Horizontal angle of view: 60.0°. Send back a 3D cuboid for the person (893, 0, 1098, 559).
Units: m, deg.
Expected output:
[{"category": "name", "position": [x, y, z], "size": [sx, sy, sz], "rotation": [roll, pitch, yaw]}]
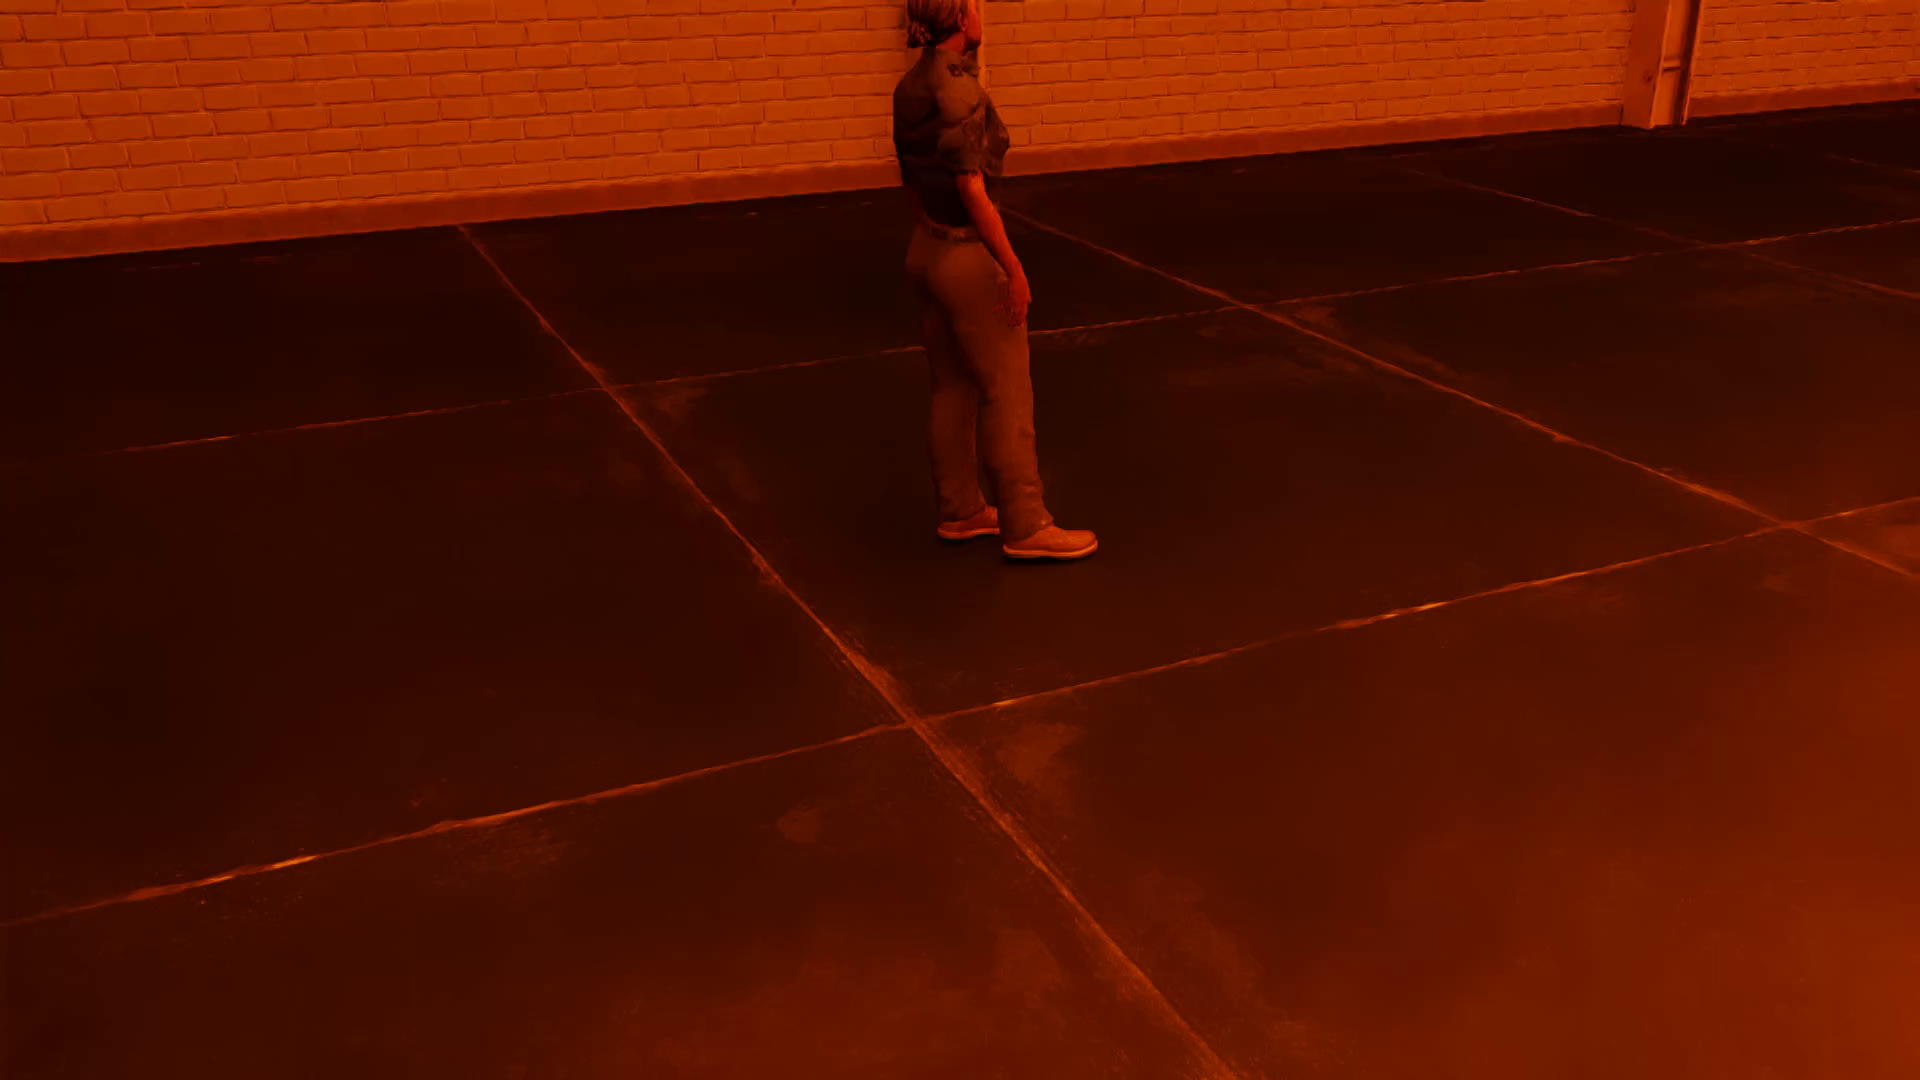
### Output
[{"category": "person", "position": [0.088, -0.778, 4.805], "size": [0.503, 1.654, 0.570], "rotation": [-10, 25, -23]}]
